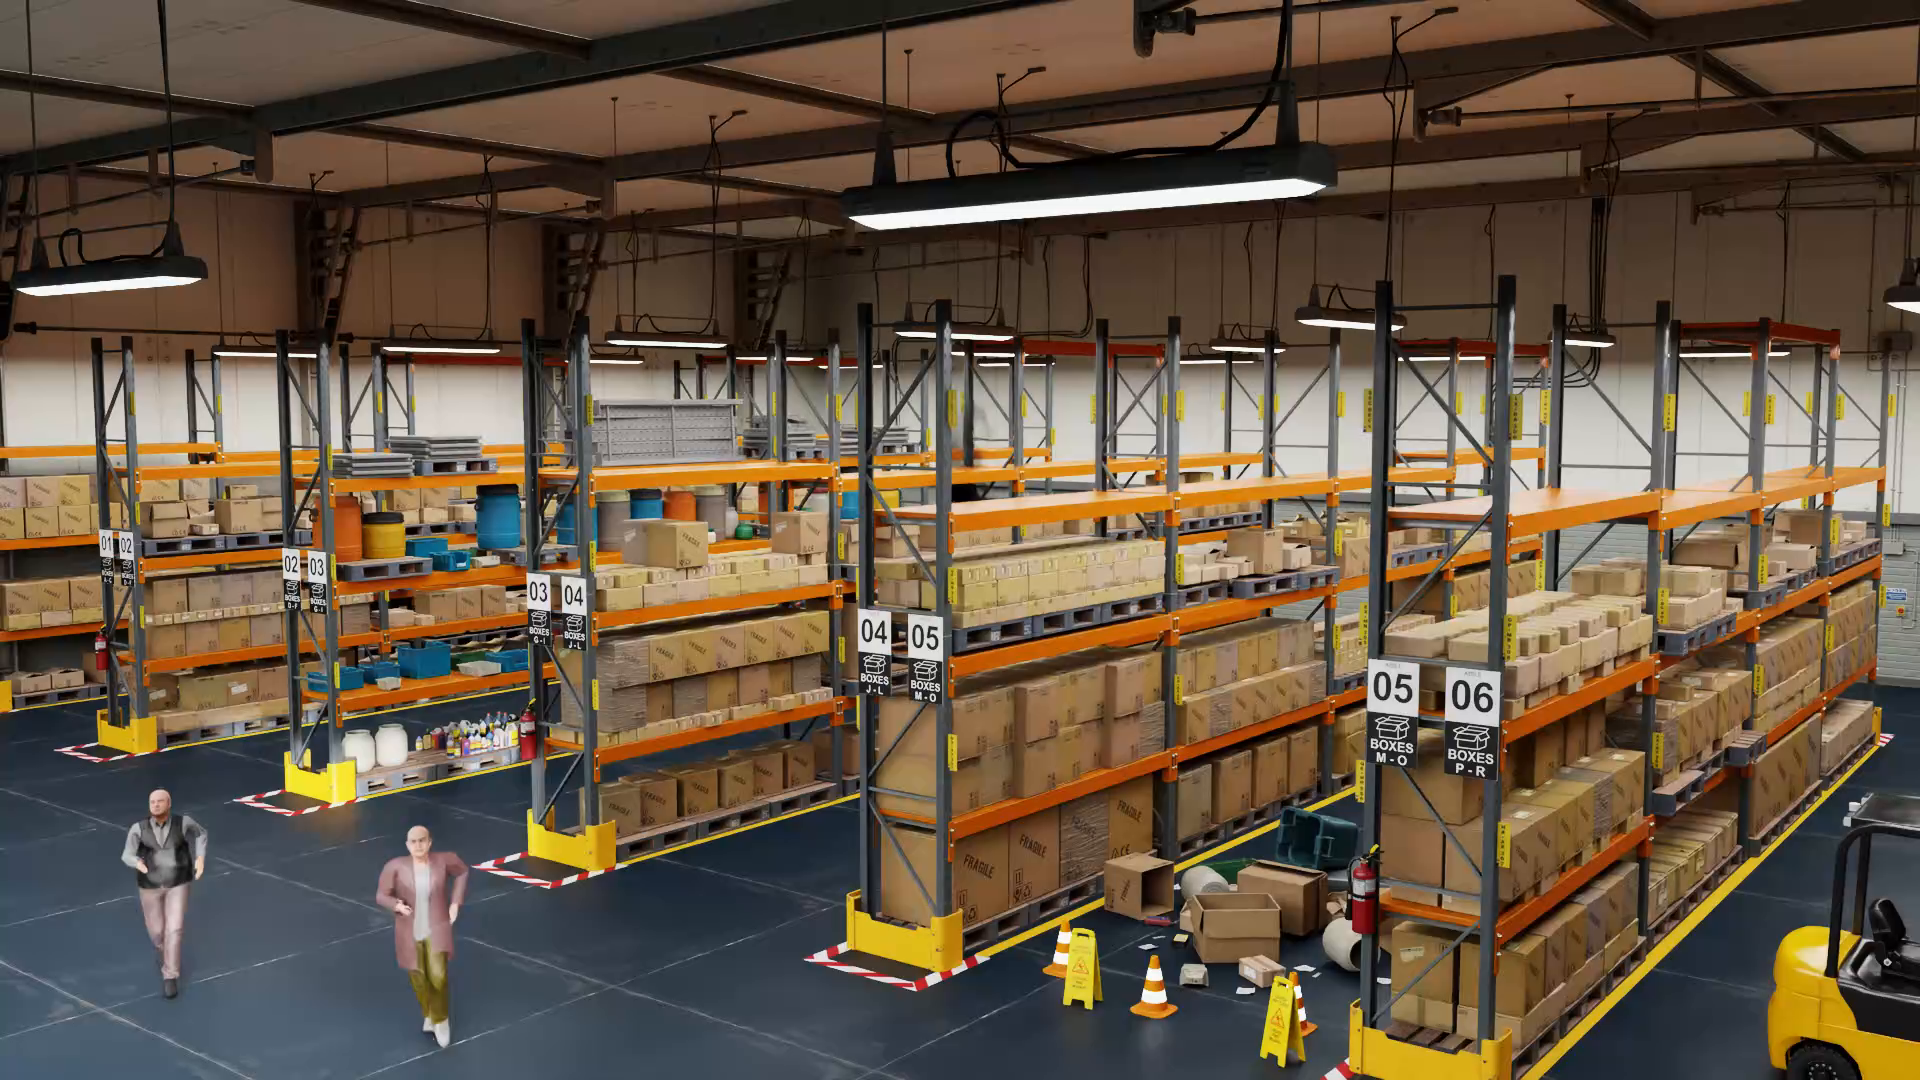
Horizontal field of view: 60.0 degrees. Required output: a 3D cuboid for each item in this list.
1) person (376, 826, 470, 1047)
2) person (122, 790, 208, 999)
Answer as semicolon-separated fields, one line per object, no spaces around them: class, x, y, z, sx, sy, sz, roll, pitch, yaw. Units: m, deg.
person;-4.273;3.140;13.241;0.694;1.779;0.812;-1;5;-12
person;-6.958;3.037;14.558;0.671;1.699;1.012;-2;5;-19
